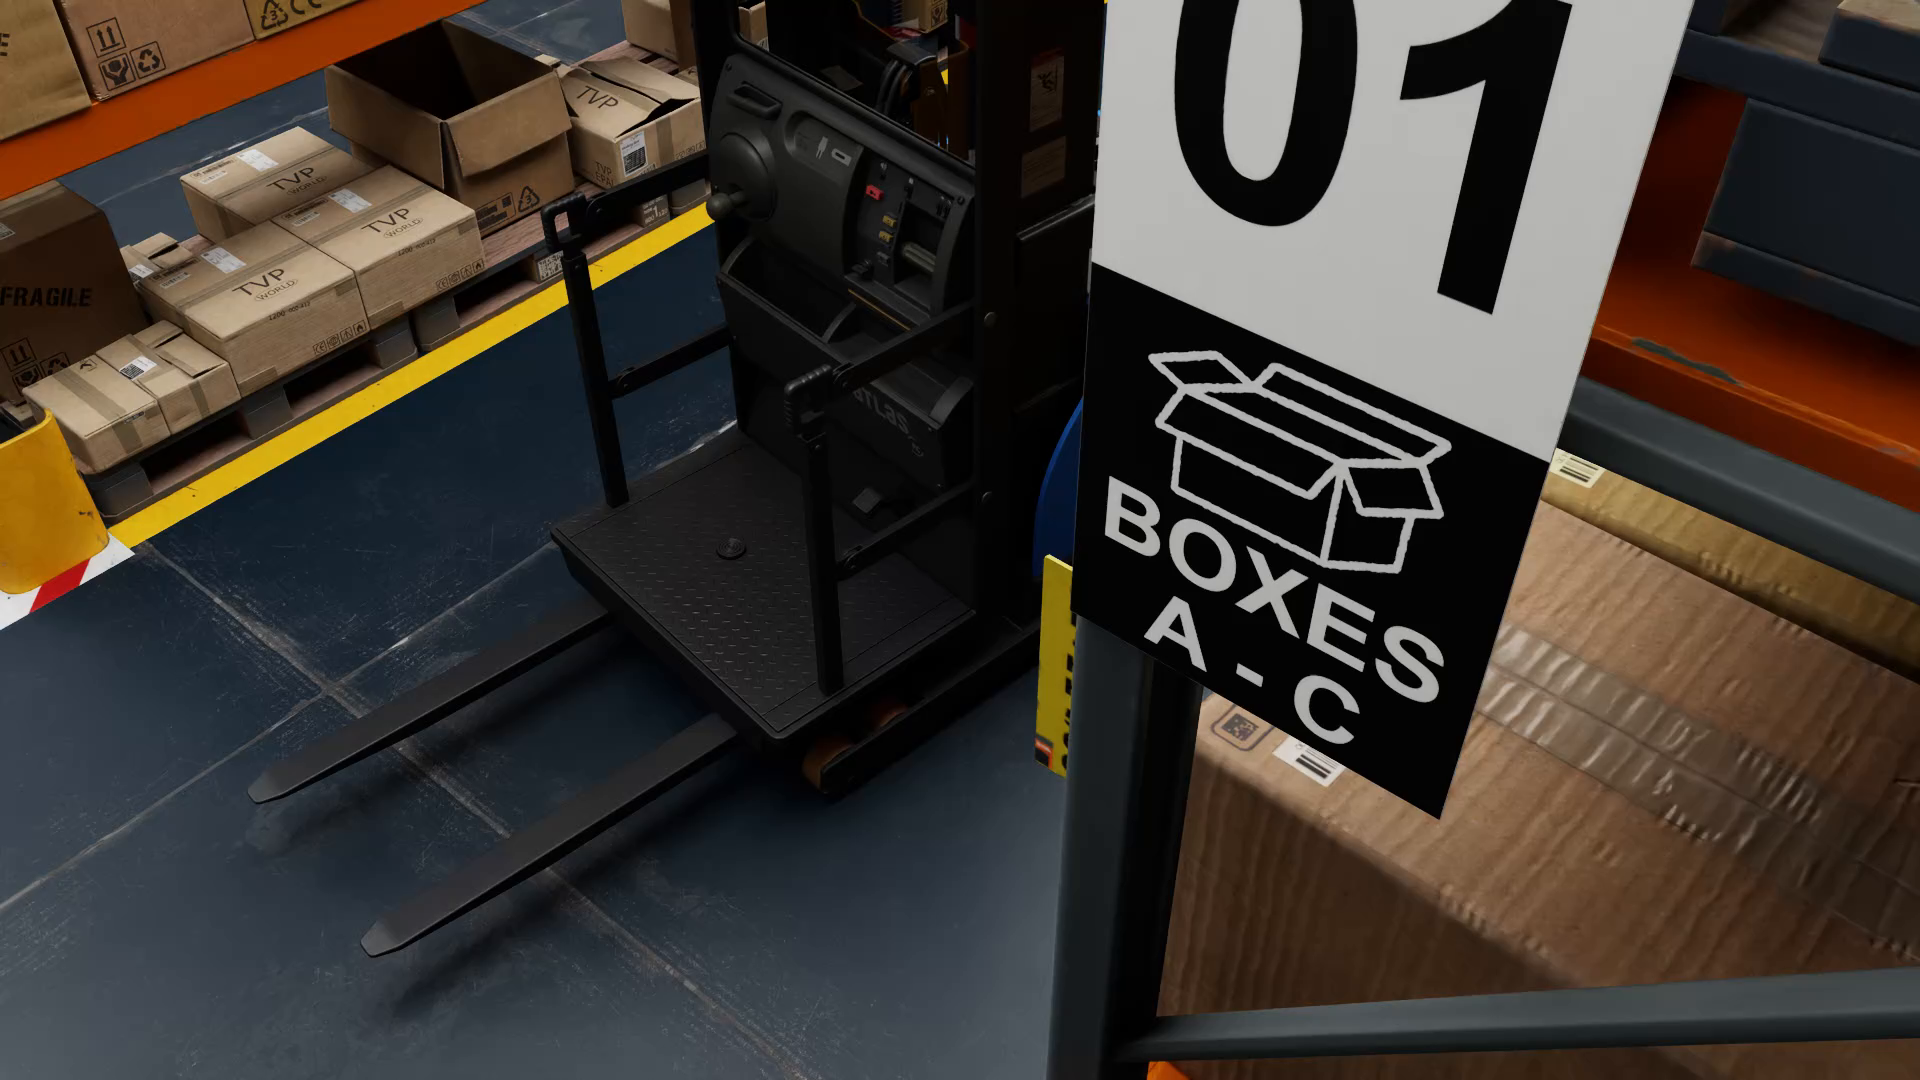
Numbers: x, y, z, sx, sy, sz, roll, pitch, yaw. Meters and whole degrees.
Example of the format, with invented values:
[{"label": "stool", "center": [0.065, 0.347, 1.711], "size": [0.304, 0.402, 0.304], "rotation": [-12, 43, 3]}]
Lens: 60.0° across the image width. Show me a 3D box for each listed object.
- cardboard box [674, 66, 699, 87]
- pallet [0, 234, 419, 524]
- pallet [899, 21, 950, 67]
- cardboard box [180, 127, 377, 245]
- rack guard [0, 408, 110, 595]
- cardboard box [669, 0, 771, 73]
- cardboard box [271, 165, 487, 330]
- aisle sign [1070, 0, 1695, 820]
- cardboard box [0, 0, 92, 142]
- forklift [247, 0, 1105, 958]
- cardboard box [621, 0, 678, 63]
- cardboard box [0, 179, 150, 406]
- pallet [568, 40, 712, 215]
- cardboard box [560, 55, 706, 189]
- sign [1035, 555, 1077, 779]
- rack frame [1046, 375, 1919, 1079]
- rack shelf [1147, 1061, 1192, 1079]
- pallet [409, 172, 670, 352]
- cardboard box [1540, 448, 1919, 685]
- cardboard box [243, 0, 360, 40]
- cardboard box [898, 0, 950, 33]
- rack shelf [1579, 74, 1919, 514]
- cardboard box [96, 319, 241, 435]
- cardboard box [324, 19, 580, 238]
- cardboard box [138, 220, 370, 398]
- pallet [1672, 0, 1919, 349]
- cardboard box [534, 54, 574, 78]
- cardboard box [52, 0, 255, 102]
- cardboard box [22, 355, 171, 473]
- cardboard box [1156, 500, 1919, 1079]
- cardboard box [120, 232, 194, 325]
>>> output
[{"label": "cardboard box", "center": [-1.031, -1.760, 6.748], "size": [0.380, 0.149, 0.250], "rotation": [29, 50, 28]}, {"label": "pallet", "center": [-2.699, -0.646, 5.804], "size": [1.003, 0.211, 1.213], "rotation": [29, 50, 28]}, {"label": "pallet", "center": [-0.192, -2.691, 8.053], "size": [1.003, 0.211, 1.213], "rotation": [29, 50, 28]}, {"label": "cardboard box", "center": [-2.465, -1.236, 6.096], "size": [0.500, 0.250, 0.500], "rotation": [29, 50, 28]}, {"label": "rack guard", "center": [-3.212, -0.342, 5.254], "size": [1.175, 0.500, 0.348], "rotation": [29, 50, 28]}, {"label": "cardboard box", "center": [-0.836, -2.109, 6.871], "size": [0.500, 0.500, 0.500], "rotation": [29, 50, 28]}, {"label": "cardboard box", "center": [-2.050, -1.045, 5.887], "size": [0.500, 0.250, 0.500], "rotation": [29, 50, 28]}, {"label": "aisle sign", "center": [0.257, -0.140, 1.241], "size": [0.394, 0.787, 0.004], "rotation": [29, 50, 28]}, {"label": "cardboard box", "center": [-2.773, -1.379, 4.463], "size": [0.500, 0.500, 0.500], "rotation": [31, 50, 29]}, {"label": "forklift", "center": [-0.467, -0.801, 3.952], "size": [3.031, 2.935, 1.130], "rotation": [-31, 51, -30]}, {"label": "cardboard box", "center": [-1.122, -2.333, 7.258], "size": [0.500, 0.311, 0.500], "rotation": [29, 50, 28]}, {"label": "cardboard box", "center": [-3.099, -0.852, 5.489], "size": [0.500, 0.500, 0.500], "rotation": [29, 50, 28]}, {"label": "pallet", "center": [-1.129, -1.902, 7.185], "size": [1.003, 0.211, 1.213], "rotation": [29, 50, 28]}, {"label": "cardboard box", "center": [-1.319, -1.653, 6.510], "size": [0.500, 0.311, 0.500], "rotation": [29, 50, 28]}, {"label": "sign", "center": [0.127, 0.157, 1.811], "size": [0.100, 0.325, 0.005], "rotation": [29, 50, 28]}, {"label": "rack frame", "center": [0.533, 0.915, 2.014], "size": [1.000, 3.000, 0.127], "rotation": [29, 50, 28]}, {"label": "rack shelf", "center": [1.820, 0.151, 3.389], "size": [1.077, 0.370, 4.000], "rotation": [29, 50, 28]}, {"label": "pallet", "center": [-1.914, -1.271, 6.491], "size": [1.003, 0.211, 1.213], "rotation": [29, 50, 28]}, {"label": "cardboard box", "center": [1.314, 0.158, 2.624], "size": [0.980, 0.700, 0.700], "rotation": [29, 50, 28]}, {"label": "cardboard box", "center": [-2.120, -1.904, 5.040], "size": [0.500, 0.500, 0.500], "rotation": [29, 50, 28]}, {"label": "cardboard box", "center": [-0.189, -2.669, 7.487], "size": [0.500, 0.500, 0.500], "rotation": [27, 49, 27]}, {"label": "rack shelf", "center": [1.820, -0.958, 2.379], "size": [1.077, 0.370, 4.000], "rotation": [29, 50, 28]}, {"label": "cardboard box", "center": [-2.567, -0.538, 5.391], "size": [0.380, 0.166, 0.250], "rotation": [29, 50, 28]}, {"label": "cardboard box", "center": [-1.891, -1.557, 6.261], "size": [0.797, 0.503, 0.637], "rotation": [29, 50, 28]}, {"label": "cardboard box", "center": [-2.372, -0.788, 5.604], "size": [0.500, 0.250, 0.500], "rotation": [29, 50, 28]}, {"label": "pallet", "center": [1.003, -0.548, 1.460], "size": [1.003, 0.211, 1.213], "rotation": [29, 50, 28]}, {"label": "cardboard box", "center": [-1.671, -1.830, 6.812], "size": [0.380, 0.166, 0.250], "rotation": [29, 50, 28]}, {"label": "cardboard box", "center": [-2.445, -1.647, 4.757], "size": [0.500, 0.500, 0.500], "rotation": [29, 50, 28]}, {"label": "cardboard box", "center": [-2.728, -0.403, 5.255], "size": [0.380, 0.149, 0.250], "rotation": [29, 50, 28]}, {"label": "cardboard box", "center": [0.854, 0.537, 2.207], "size": [0.980, 0.700, 0.700], "rotation": [32, 51, 30]}, {"label": "cardboard box", "center": [-2.770, -0.898, 5.787], "size": [0.380, 0.166, 0.250], "rotation": [29, 50, 28]}]
